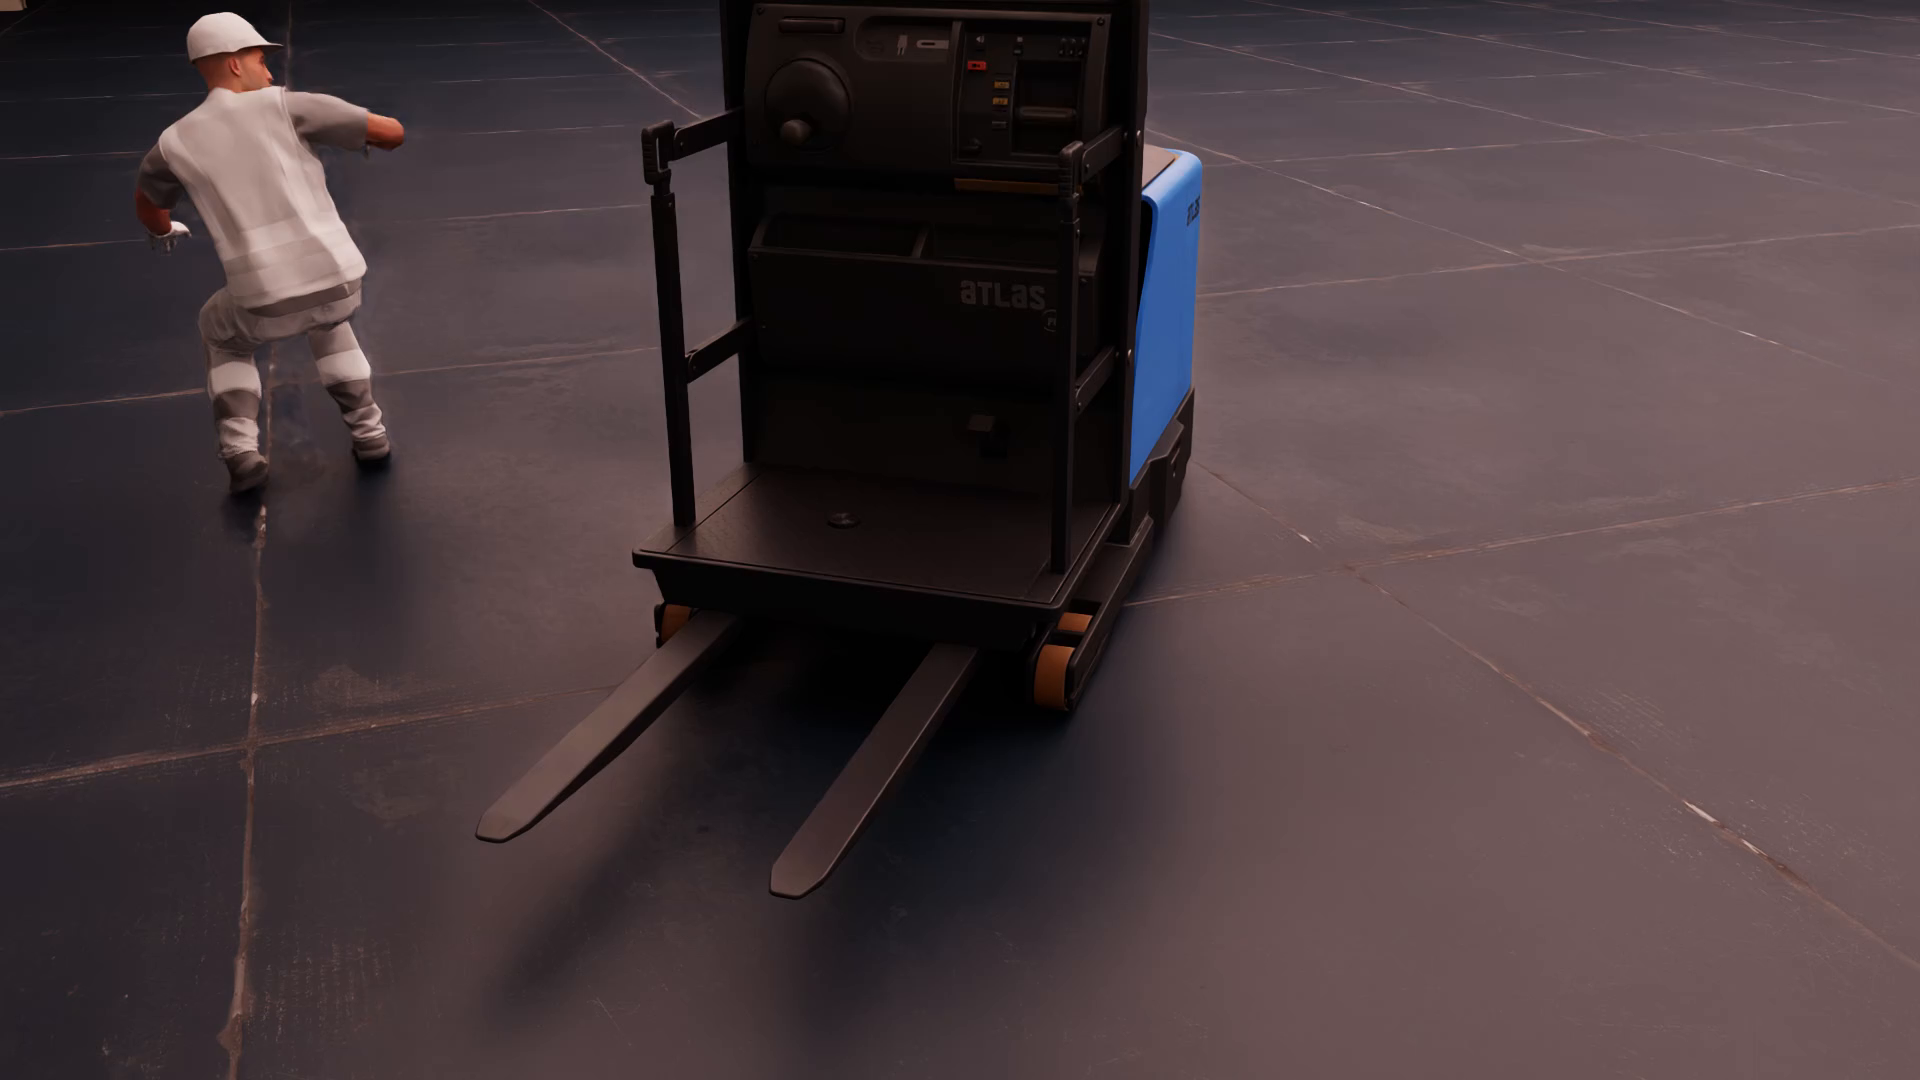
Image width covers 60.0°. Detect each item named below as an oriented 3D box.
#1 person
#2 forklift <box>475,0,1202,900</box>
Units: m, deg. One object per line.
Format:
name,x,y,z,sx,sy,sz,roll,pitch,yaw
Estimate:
person,-2.201,-0.932,5.395,0.804,1.497,0.938,-11,25,-24
forklift,-0.153,-1.103,3.921,1.130,2.935,3.031,7,24,16
